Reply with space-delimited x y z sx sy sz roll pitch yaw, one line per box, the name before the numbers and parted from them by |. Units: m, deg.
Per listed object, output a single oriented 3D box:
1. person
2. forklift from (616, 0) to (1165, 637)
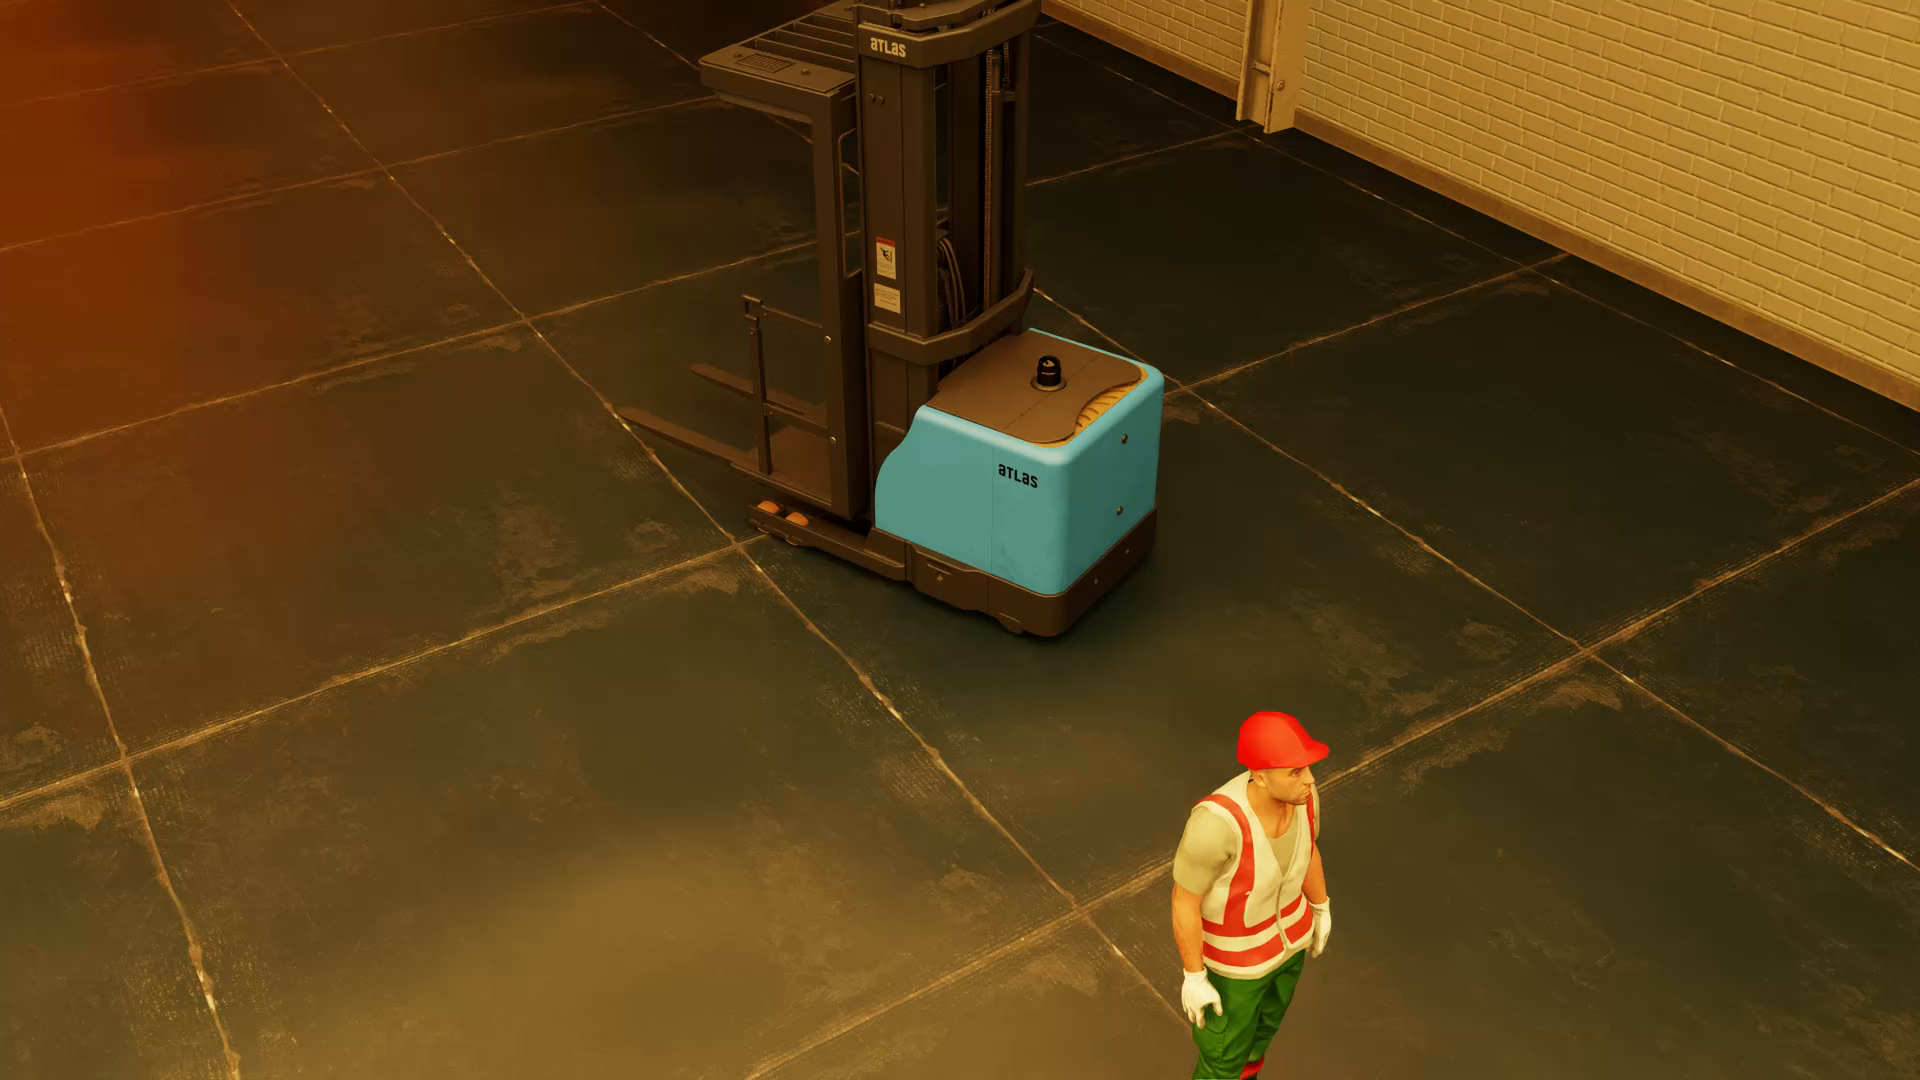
person | 0.973 1.327 5.240 0.638 1.787 0.564 -24 41 -30
forklift | -0.500 -1.399 8.138 3.031 2.935 1.130 22 41 28
